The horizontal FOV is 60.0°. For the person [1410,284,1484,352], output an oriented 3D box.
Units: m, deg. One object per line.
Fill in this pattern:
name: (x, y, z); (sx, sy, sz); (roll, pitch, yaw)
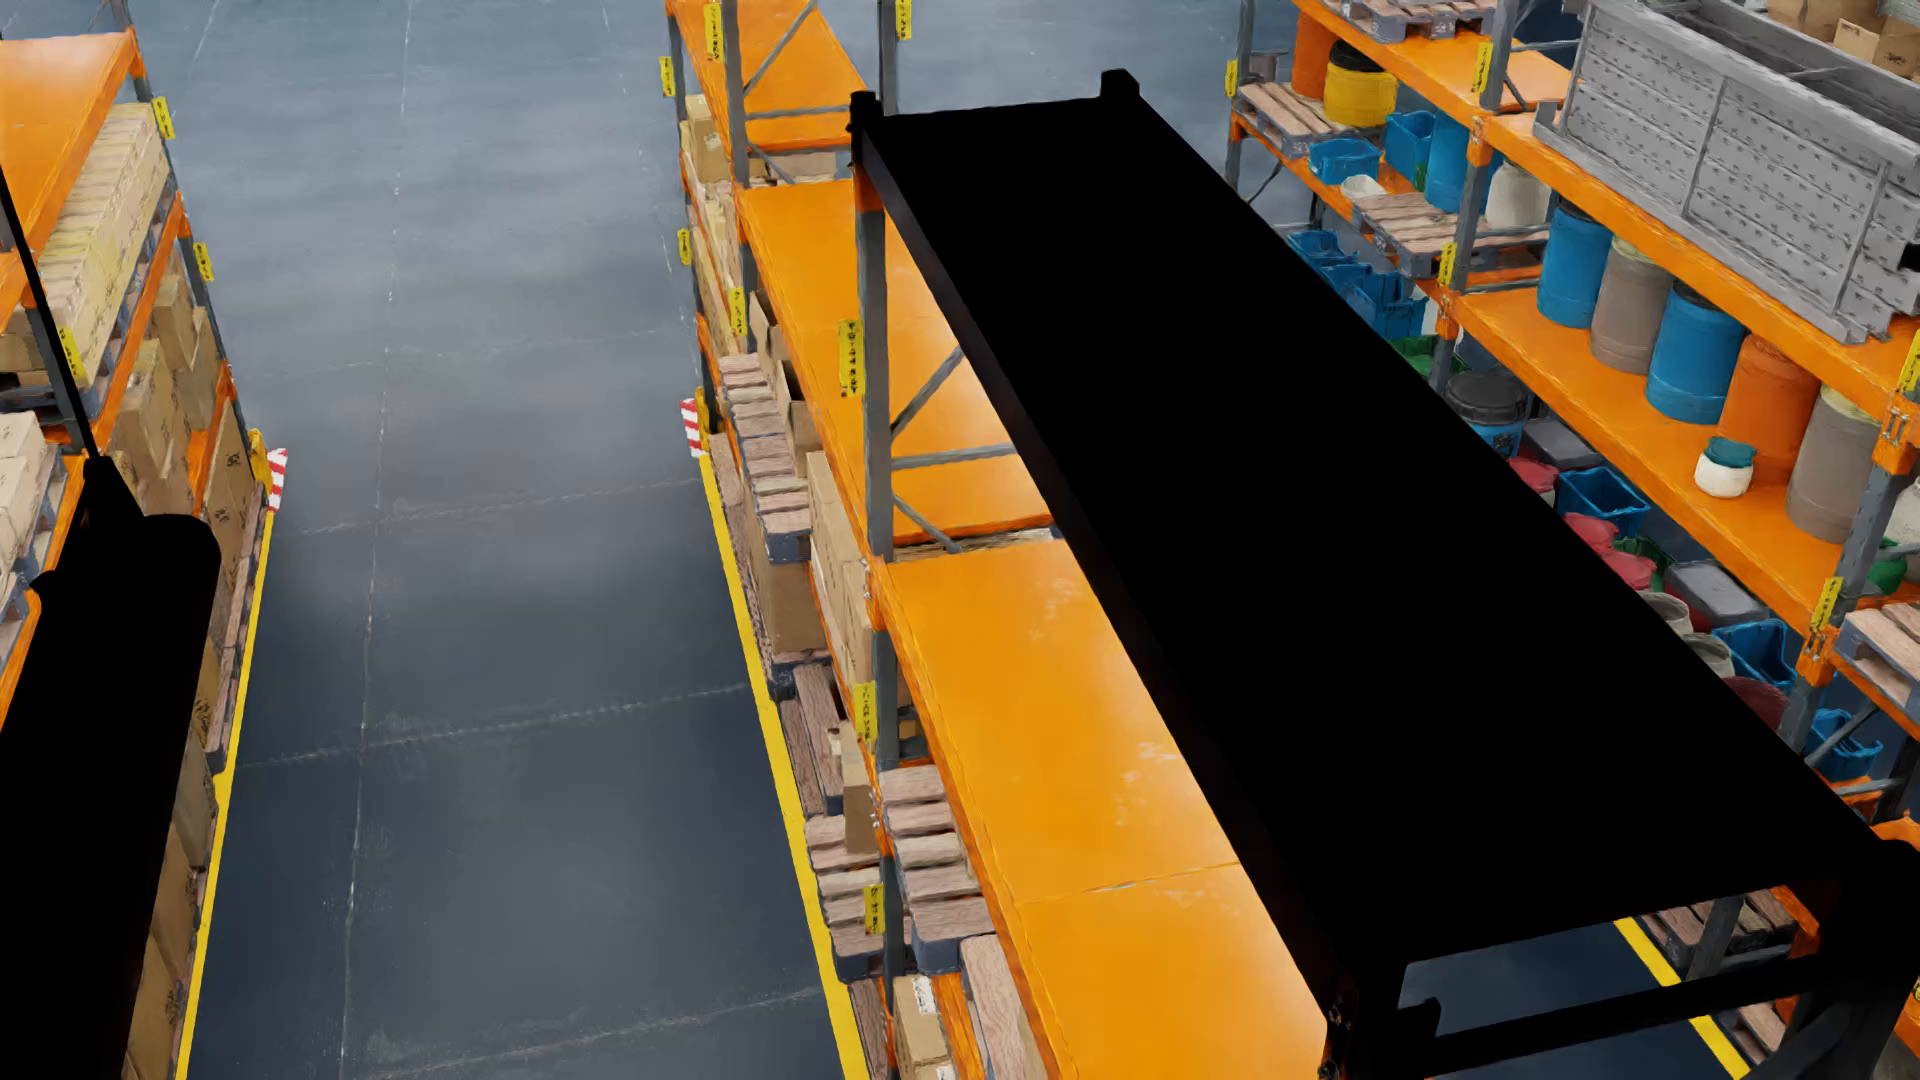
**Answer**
person: (4.540, -2.074, 15.598); (0.729, 1.732, 0.541); (-8, 35, -12)
